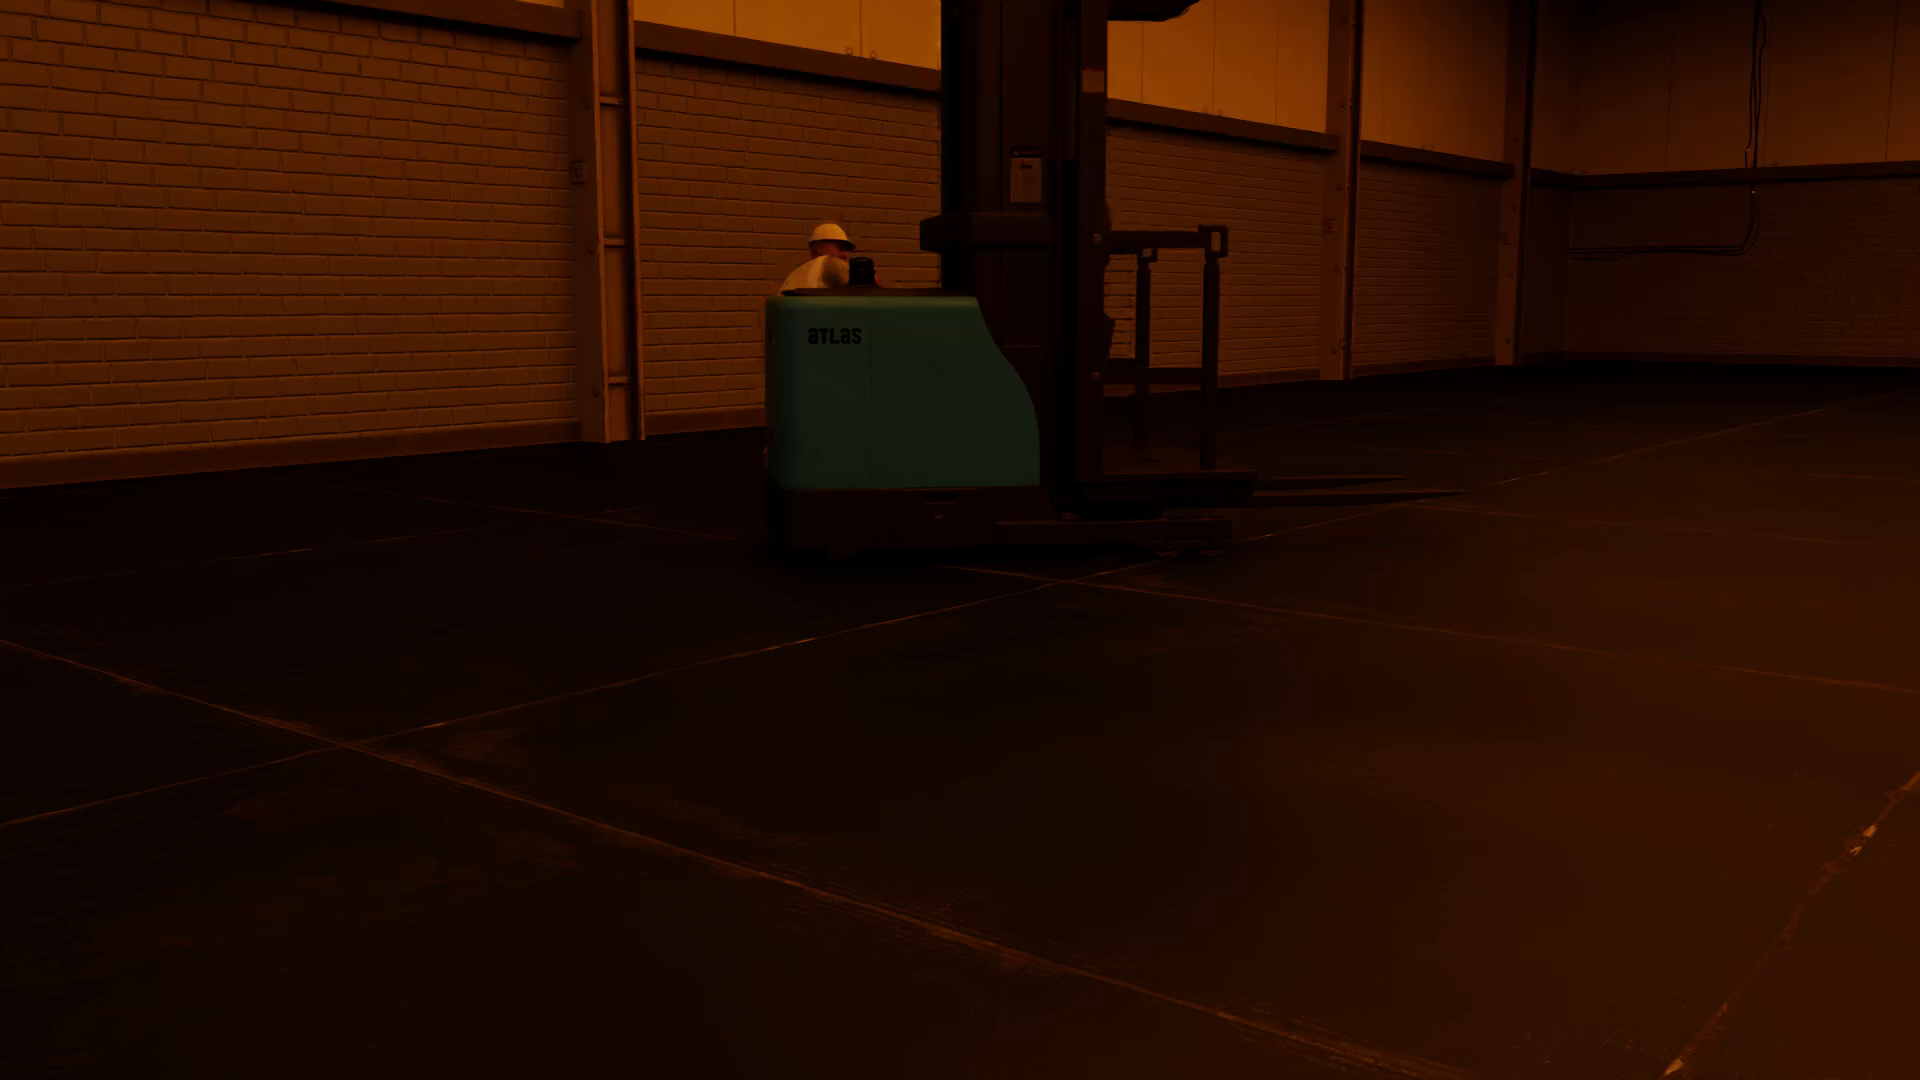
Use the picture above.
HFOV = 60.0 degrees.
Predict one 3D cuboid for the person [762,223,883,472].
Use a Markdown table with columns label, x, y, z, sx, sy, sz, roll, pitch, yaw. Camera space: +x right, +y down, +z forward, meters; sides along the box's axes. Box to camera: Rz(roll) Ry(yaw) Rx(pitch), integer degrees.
| label | x | y | z | sx | sy | sz | roll | pitch | yaw |
| --- | --- | --- | --- | --- | --- | --- | --- | --- | --- |
| person | -0.693 | -1.044 | 9.506 | 0.825 | 1.513 | 0.926 | 5 | 10 | 31 |

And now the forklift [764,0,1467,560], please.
| label | x | y | z | sx | sy | sz | roll | pitch | yaw |
| --- | --- | --- | --- | --- | --- | --- | --- | --- | --- |
| forklift | 0.683 | -1.450 | 7.189 | 3.031 | 2.935 | 1.130 | -1 | 8 | -10 |
